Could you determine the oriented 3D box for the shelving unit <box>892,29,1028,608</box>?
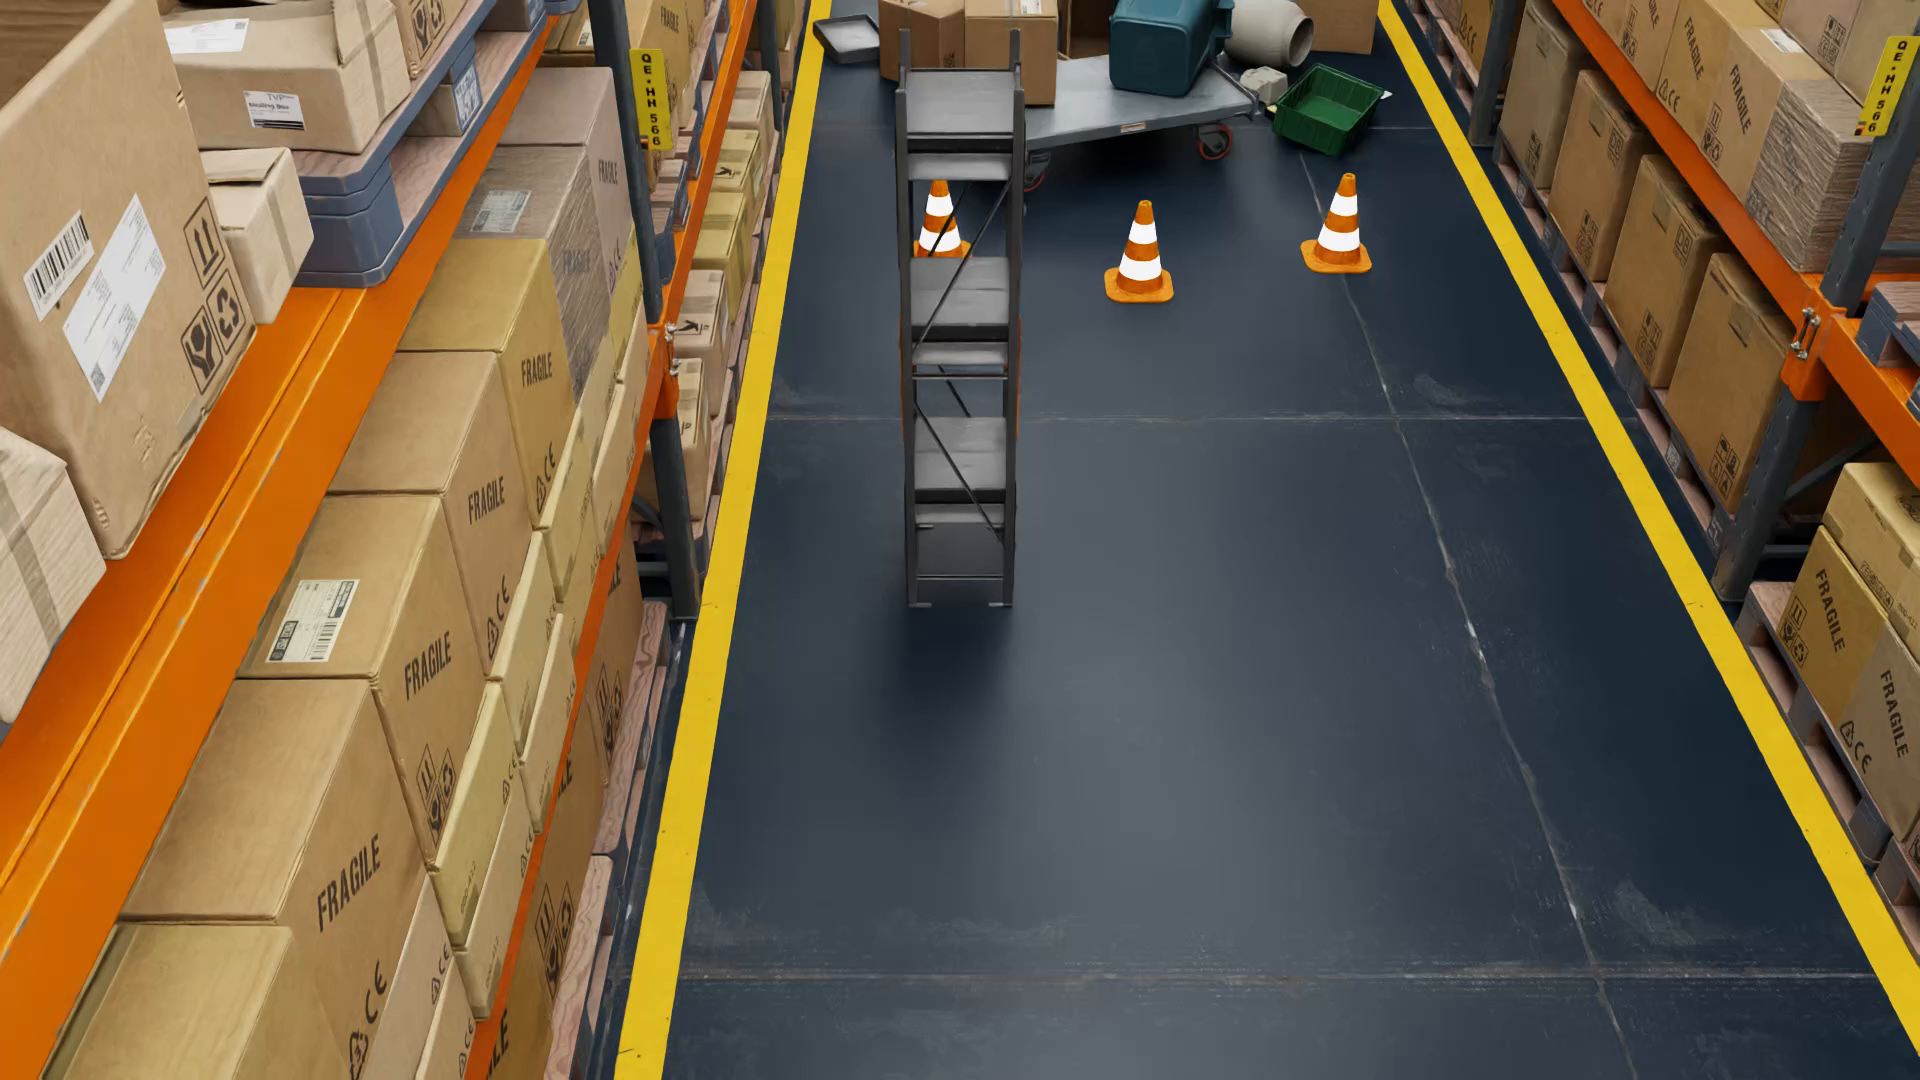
[{"bbox_3d":[0.000,-0.716,5.964,0.431,2.100,0.503,0,39,0],"label":"shelving unit"}]

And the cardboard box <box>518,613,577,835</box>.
[{"bbox_3d":[-1.212,0.431,3.934,0.500,0.250,0.500,-1,39,-1],"label":"cardboard box"}]

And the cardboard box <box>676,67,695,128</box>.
[{"bbox_3d":[-1.217,-1.687,6.321,0.380,0.149,0.250,0,39,0],"label":"cardboard box"}]

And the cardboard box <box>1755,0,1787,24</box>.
[{"bbox_3d":[3.452,-2.311,6.356,0.700,0.500,0.500,-1,39,-1],"label":"cardboard box"}]

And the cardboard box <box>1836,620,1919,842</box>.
[{"bbox_3d":[3.197,0.604,5.260,0.500,0.500,0.500,0,39,0],"label":"cardboard box"}]

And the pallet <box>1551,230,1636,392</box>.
[{"bbox_3d":[3.523,-1.130,7.991,1.003,0.211,1.213,0,39,0],"label":"pallet"}]

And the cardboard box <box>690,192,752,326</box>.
[{"bbox_3d":[-1.497,-1.325,7.770,0.950,0.372,0.625,1,39,1],"label":"cardboard box"}]

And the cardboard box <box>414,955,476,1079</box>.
[{"bbox_3d":[-1.236,1.064,3.144,0.500,0.250,0.500,-1,39,-1],"label":"cardboard box"}]

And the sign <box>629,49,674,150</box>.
[{"bbox_3d":[-0.947,-1.352,5.112,0.100,0.325,0.005,0,39,0],"label":"sign"}]

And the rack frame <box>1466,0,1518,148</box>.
[{"bbox_3d":[3.443,-3.465,8.676,1.000,3.000,0.127,0,39,0],"label":"rack frame"}]

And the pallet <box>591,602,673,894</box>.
[{"bbox_3d":[-1.577,0.684,5.728,1.003,0.211,1.213,0,39,0],"label":"pallet"}]

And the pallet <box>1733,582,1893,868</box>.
[{"bbox_3d":[3.447,0.613,5.817,1.003,0.211,1.213,0,39,0],"label":"pallet"}]

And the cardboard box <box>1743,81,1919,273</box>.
[{"bbox_3d":[3.178,-1.285,5.874,0.500,0.500,0.500,0,39,0],"label":"cardboard box"}]

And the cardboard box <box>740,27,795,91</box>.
[{"bbox_3d":[-1.238,-2.859,9.782,0.500,0.250,0.500,-2,39,-2],"label":"cardboard box"}]

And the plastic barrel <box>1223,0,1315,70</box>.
[{"bbox_3d":[1.908,-3.168,10.365,0.512,0.421,0.421,28,46,30],"label":"plastic barrel"}]

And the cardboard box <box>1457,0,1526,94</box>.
[{"bbox_3d":[3.512,-3.194,9.700,0.875,0.875,0.875,1,39,1],"label":"cardboard box"}]

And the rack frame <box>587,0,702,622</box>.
[{"bbox_3d":[-1.502,-0.897,5.471,1.000,3.000,0.127,0,39,0],"label":"rack frame"}]

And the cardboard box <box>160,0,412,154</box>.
[{"bbox_3d":[-1.150,-0.821,2.748,0.396,0.266,0.258,3,39,4],"label":"cardboard box"}]

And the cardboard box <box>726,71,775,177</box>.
[{"bbox_3d":[-1.504,-2.209,8.874,0.950,0.372,0.625,0,39,1],"label":"cardboard box"}]

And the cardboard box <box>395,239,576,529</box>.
[{"bbox_3d":[-1.237,-0.372,3.936,0.500,0.500,0.500,0,39,0],"label":"cardboard box"}]

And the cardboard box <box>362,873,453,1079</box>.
[{"bbox_3d":[-1.245,0.866,2.991,0.500,0.250,0.500,1,39,1],"label":"cardboard box"}]

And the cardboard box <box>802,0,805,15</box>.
[{"bbox_3d":[-1.253,-3.524,10.612,0.500,0.250,0.500,-1,39,-1],"label":"cardboard box"}]

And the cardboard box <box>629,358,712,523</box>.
[{"bbox_3d":[-1.493,-0.389,6.602,0.950,0.372,0.625,-2,39,-3],"label":"cardboard box"}]

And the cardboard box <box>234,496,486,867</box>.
[{"bbox_3d":[-1.237,0.268,3.138,0.500,0.500,0.500,-1,39,-1],"label":"cardboard box"}]

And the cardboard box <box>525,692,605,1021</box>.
[{"bbox_3d":[-1.588,0.758,4.769,0.875,0.875,0.875,0,39,1],"label":"cardboard box"}]

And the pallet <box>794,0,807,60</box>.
[{"bbox_3d":[-1.547,-3.495,10.943,1.003,0.211,1.213,0,39,0],"label":"pallet"}]

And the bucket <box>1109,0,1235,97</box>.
[{"bbox_3d":[1.137,-2.865,9.328,0.726,0.611,0.620,13,50,15],"label":"bucket"}]

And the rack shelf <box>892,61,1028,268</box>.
[{"bbox_3d":[0.000,-1.251,5.535,0.431,0.518,0.480,0,39,0],"label":"rack shelf"}]

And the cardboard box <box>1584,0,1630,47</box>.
[{"bbox_3d":[3.174,-2.547,7.450,0.500,0.500,0.500,0,39,0],"label":"cardboard box"}]

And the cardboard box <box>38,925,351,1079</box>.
[{"bbox_3d":[-1.211,0.900,2.349,0.500,0.500,0.500,0,39,0],"label":"cardboard box"}]

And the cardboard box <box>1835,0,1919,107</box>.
[{"bbox_3d":[3.457,-1.674,5.561,0.700,0.500,0.500,0,39,0],"label":"cardboard box"}]

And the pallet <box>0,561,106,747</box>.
[{"bbox_3d":[-1.548,-0.065,2.187,0.805,0.209,1.217,-1,39,-2],"label":"pallet"}]

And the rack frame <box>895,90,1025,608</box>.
[{"bbox_3d":[0.000,-0.563,5.774,0.400,2.100,0.015,0,39,0],"label":"rack frame"}]

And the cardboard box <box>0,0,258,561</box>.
[{"bbox_3d":[-1.209,-0.321,1.937,0.500,0.500,0.500,-1,39,-1],"label":"cardboard box"}]

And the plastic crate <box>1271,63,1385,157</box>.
[{"bbox_3d":[2.133,-2.498,9.672,0.450,0.188,0.662,27,45,16],"label":"plastic crate"}]

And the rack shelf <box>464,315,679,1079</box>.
[{"bbox_3d":[-1.500,0.634,4.135,1.077,0.370,4.000,0,39,0],"label":"rack shelf"}]

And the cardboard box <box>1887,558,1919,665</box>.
[{"bbox_3d":[3.207,0.303,5.036,0.500,0.250,0.500,0,39,-1],"label":"cardboard box"}]

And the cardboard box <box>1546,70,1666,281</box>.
[{"bbox_3d":[3.531,-1.760,8.011,1.050,0.750,0.750,0,39,0],"label":"cardboard box"}]

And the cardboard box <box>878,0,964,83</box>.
[{"bbox_3d":[-0.148,-3.095,10.211,0.500,0.500,0.500,28,46,30],"label":"cardboard box"}]

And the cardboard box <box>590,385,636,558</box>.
[{"bbox_3d":[-1.226,-0.203,4.725,0.500,0.250,0.500,1,39,1],"label":"cardboard box"}]

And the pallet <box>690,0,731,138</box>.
[{"bbox_3d":[-1.546,-2.060,7.076,1.003,0.211,1.213,0,39,0],"label":"pallet"}]

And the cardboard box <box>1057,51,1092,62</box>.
[{"bbox_3d":[0.638,-2.843,10.085,0.258,0.266,0.396,-28,46,-30],"label":"cardboard box"}]

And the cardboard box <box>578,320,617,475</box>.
[{"bbox_3d":[-1.243,-0.411,4.584,0.500,0.250,0.500,-1,39,-1],"label":"cardboard box"}]

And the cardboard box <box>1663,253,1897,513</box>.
[{"bbox_3d":[3.537,-0.631,6.602,1.050,0.750,0.750,-1,39,-1],"label":"cardboard box"}]

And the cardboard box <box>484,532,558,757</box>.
[{"bbox_3d":[-1.222,0.234,3.779,0.500,0.250,0.500,-1,39,-1],"label":"cardboard box"}]

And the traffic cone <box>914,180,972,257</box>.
[{"bbox_3d":[-0.106,-1.634,8.419,0.336,0.463,0.334,0,39,0],"label":"traffic cone"}]

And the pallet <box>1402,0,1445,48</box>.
[{"bbox_3d":[3.516,-3.618,11.096,1.003,0.211,1.213,0,39,0],"label":"pallet"}]

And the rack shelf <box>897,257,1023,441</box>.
[{"bbox_3d":[0.000,-0.705,5.973,0.431,0.518,0.480,0,39,0],"label":"rack shelf"}]

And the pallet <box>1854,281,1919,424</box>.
[{"bbox_3d":[3.555,-0.444,5.058,1.213,0.211,1.003,0,39,0],"label":"pallet"}]

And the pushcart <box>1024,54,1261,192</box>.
[{"bbox_3d":[0.773,-2.408,9.454,1.648,0.377,0.936,-13,40,-16],"label":"pushcart"}]

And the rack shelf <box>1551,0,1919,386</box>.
[{"bbox_3d":[3.445,-1.934,7.340,1.077,0.370,4.000,0,39,0],"label":"rack shelf"}]

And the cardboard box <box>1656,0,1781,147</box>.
[{"bbox_3d":[3.179,-1.909,6.654,0.500,0.500,0.500,-1,39,-1],"label":"cardboard box"}]

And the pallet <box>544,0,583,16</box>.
[{"bbox_3d":[-1.449,-1.592,4.090,1.213,0.211,1.003,2,39,2],"label":"pallet"}]

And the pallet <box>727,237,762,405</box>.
[{"bbox_3d":[-1.500,-1.059,7.902,1.003,0.211,1.213,0,39,0],"label":"pallet"}]

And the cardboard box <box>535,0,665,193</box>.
[{"bbox_3d":[-1.271,-1.498,5.567,0.500,0.500,0.500,-1,39,-1],"label":"cardboard box"}]

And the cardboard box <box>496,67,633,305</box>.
[{"bbox_3d":[-1.240,-1.003,4.724,0.500,0.500,0.500,-1,39,-1],"label":"cardboard box"}]

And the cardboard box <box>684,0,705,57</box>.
[{"bbox_3d":[-1.286,-2.156,6.388,0.500,0.500,0.500,1,39,1],"label":"cardboard box"}]

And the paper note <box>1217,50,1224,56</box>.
[{"bbox_3d":[1.611,-3.152,10.665,0.172,0.023,0.155,13,40,15],"label":"paper note"}]

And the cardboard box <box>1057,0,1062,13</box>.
[{"bbox_3d":[1.022,-3.829,11.126,0.797,0.503,0.637,-28,46,-30],"label":"cardboard box"}]
